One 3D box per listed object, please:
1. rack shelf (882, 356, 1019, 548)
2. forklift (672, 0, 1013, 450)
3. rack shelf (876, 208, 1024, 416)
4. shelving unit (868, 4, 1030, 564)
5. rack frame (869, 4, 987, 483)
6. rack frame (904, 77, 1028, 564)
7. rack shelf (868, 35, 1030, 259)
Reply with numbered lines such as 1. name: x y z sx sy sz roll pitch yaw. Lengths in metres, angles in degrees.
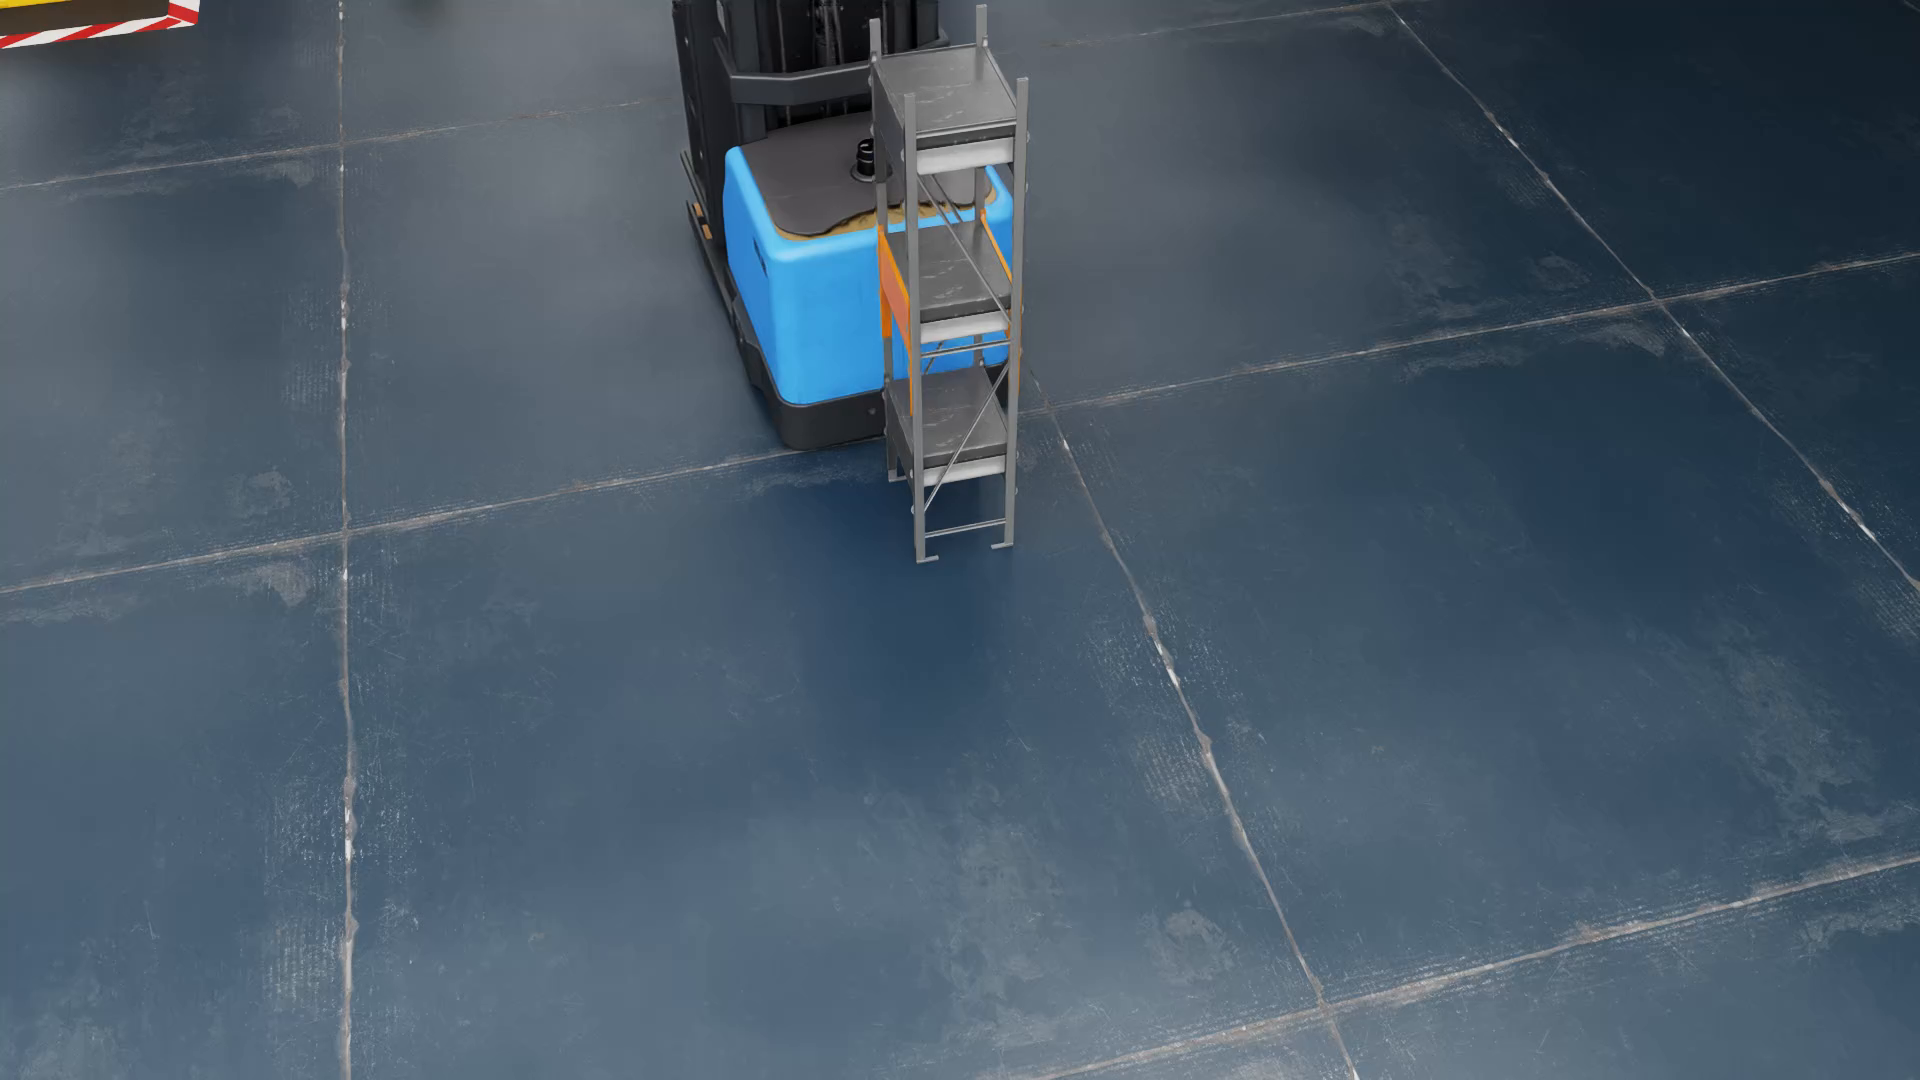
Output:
1. rack shelf: -0.042 -0.350 6.622 0.431 0.518 0.480 -11 47 -10
2. forklift: -0.705 -2.481 7.129 1.130 2.935 3.031 -13 47 -13
3. rack shelf: -0.042 -0.840 6.122 0.431 0.518 0.480 -11 47 -10
4. shelving unit: -0.042 -0.849 6.112 0.431 2.100 0.503 -11 47 -10
5. rack frame: -0.105 -1.018 6.277 0.400 2.100 0.015 -11 47 -10
6. rack frame: 0.020 -0.681 5.947 0.400 2.100 0.015 -11 47 -10
7. rack shelf: -0.042 -1.330 5.622 0.431 0.518 0.480 -11 47 -10
